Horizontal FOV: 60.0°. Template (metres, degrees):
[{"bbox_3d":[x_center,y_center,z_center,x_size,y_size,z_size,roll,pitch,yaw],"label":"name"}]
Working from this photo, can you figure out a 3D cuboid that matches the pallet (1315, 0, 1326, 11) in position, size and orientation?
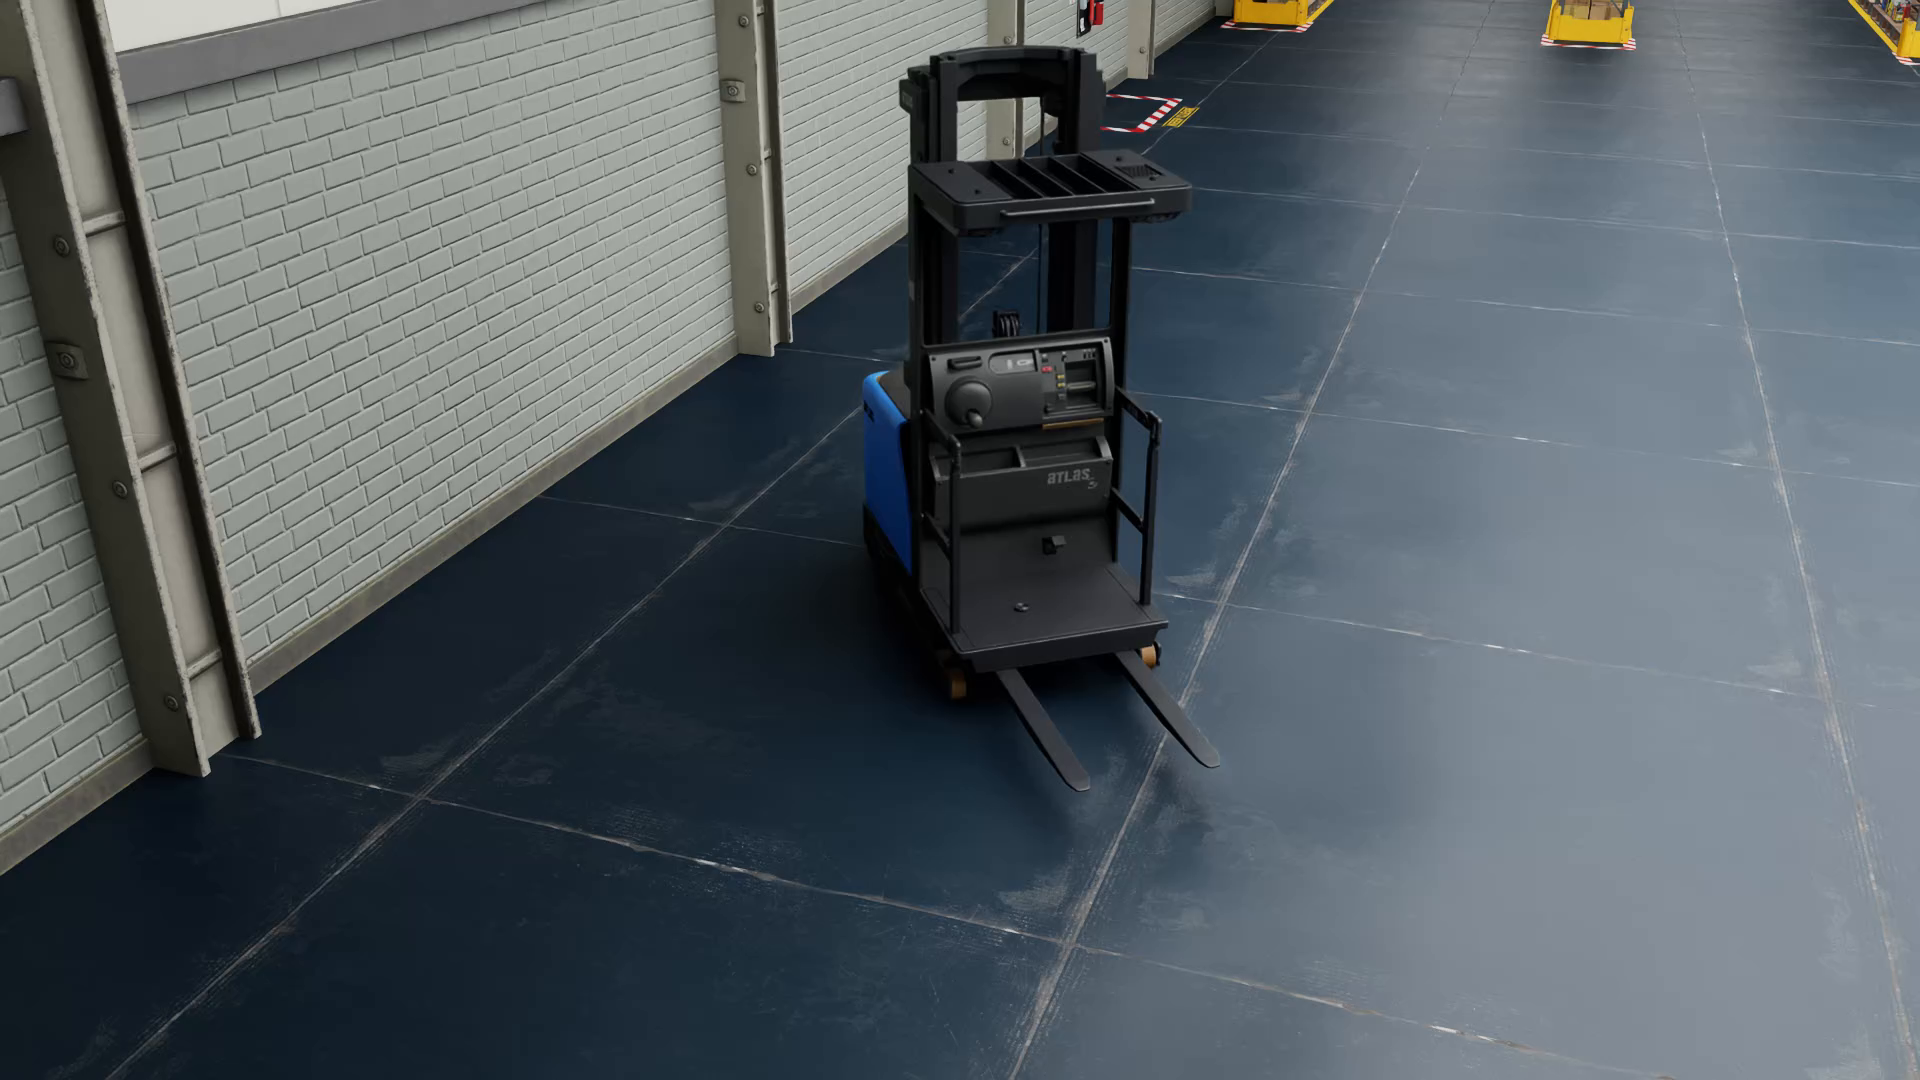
[{"bbox_3d":[5.798,-9.432,28.988,1.003,0.211,1.213,9,27,17],"label":"pallet"}]

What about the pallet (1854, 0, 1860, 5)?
[{"bbox_3d":[16.364,-9.611,29.358,1.003,0.211,1.213,9,27,17],"label":"pallet"}]

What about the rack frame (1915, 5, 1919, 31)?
[{"bbox_3d":[14.404,-8.391,23.638,1.000,3.000,0.127,9,27,17],"label":"rack frame"}]

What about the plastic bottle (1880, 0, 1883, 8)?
[{"bbox_3d":[15.148,-8.822,27.235,0.097,0.201,0.097,0,26,0],"label":"plastic bottle"}]

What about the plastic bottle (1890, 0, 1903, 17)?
[{"bbox_3d":[14.809,-8.440,26.275,0.144,0.351,0.185,10,28,20],"label":"plastic bottle"}]

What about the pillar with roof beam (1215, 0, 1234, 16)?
[{"bbox_3d":[8.539,-12.316,24.862,9.100,9.000,0.400,9,27,17],"label":"pillar with roof beam"}]

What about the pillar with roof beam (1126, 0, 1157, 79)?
[{"bbox_3d":[6.542,-9.851,19.769,9.100,9.000,0.400,9,27,17],"label":"pillar with roof beam"}]

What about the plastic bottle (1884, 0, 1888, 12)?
[{"bbox_3d":[15.012,-8.691,26.793,0.144,0.351,0.185,8,27,15],"label":"plastic bottle"}]

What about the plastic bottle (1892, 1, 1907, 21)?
[{"bbox_3d":[14.712,-8.281,26.032,0.152,0.276,0.135,9,27,18],"label":"plastic bottle"}]

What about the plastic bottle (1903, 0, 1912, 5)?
[{"bbox_3d":[15.019,-8.472,26.426,0.152,0.276,0.135,9,27,17],"label":"plastic bottle"}]

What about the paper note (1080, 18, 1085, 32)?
[{"bbox_3d":[1.500,-6.306,20.342,0.016,0.148,0.142,9,27,17],"label":"paper note"}]

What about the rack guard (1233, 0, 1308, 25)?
[{"bbox_3d":[5.087,-8.734,27.215,1.175,0.500,0.348,9,27,17],"label":"rack guard"}]

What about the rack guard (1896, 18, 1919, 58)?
[{"bbox_3d":[14.385,-7.304,24.261,1.175,0.500,0.348,9,27,17],"label":"rack guard"}]

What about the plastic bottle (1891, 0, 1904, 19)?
[{"bbox_3d":[14.758,-8.338,26.149,0.152,0.276,0.135,8,27,16],"label":"plastic bottle"}]

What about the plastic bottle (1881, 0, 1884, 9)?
[{"bbox_3d":[15.134,-8.803,27.109,0.152,0.276,0.135,10,27,19],"label":"plastic bottle"}]

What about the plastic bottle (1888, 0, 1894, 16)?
[{"bbox_3d":[14.871,-8.517,26.433,0.144,0.351,0.185,9,27,17],"label":"plastic bottle"}]

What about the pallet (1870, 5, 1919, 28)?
[{"bbox_3d":[15.472,-8.510,27.083,1.003,0.211,1.213,9,27,17],"label":"pallet"}]

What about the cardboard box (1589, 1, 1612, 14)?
[{"bbox_3d":[10.285,-8.456,26.447,0.500,0.250,0.500,9,27,17],"label":"cardboard box"}]

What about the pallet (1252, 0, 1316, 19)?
[{"bbox_3d":[5.391,-8.932,27.956,1.003,0.211,1.213,9,27,17],"label":"pallet"}]

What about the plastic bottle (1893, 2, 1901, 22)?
[{"bbox_3d":[14.624,-8.235,25.929,0.061,0.283,0.133,9,27,19],"label":"plastic bottle"}]

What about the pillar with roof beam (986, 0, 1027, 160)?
[{"bbox_3d":[4.545,-7.385,14.677,9.100,9.000,0.400,9,27,17],"label":"pillar with roof beam"}]

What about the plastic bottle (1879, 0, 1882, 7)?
[{"bbox_3d":[15.182,-8.864,27.322,0.097,0.201,0.097,0,26,0],"label":"plastic bottle"}]

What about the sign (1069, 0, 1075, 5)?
[{"bbox_3d":[1.343,-6.569,19.834,0.001,0.329,0.234,9,27,17],"label":"sign"}]

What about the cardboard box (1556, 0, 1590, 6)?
[{"bbox_3d":[9.632,-8.663,26.013,0.500,0.500,0.500,9,27,17],"label":"cardboard box"}]

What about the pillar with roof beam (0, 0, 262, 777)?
[{"bbox_3d":[0.552,-2.454,4.492,9.100,9.000,0.400,9,27,17],"label":"pillar with roof beam"}]

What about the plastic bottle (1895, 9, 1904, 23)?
[{"bbox_3d":[14.602,-8.148,25.842,0.097,0.201,0.097,0,26,0],"label":"plastic bottle"}]

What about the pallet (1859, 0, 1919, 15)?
[{"bbox_3d":[15.960,-9.108,28.319,1.003,0.211,1.213,9,27,17],"label":"pallet"}]

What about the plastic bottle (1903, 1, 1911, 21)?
[{"bbox_3d":[14.812,-8.269,25.999,0.061,0.283,0.133,9,27,17],"label":"plastic bottle"}]

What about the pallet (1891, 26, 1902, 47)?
[{"bbox_3d":[14.660,-7.507,25.012,1.003,0.211,1.213,9,27,17],"label":"pallet"}]

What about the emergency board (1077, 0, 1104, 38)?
[{"bbox_3d":[1.624,-6.765,20.280,0.194,1.169,0.643,9,27,17],"label":"emergency board"}]

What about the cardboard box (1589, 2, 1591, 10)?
[{"bbox_3d":[10.452,-8.662,26.871,0.500,0.250,0.500,9,27,17],"label":"cardboard box"}]

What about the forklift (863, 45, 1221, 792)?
[{"bbox_3d":[0.368,-0.728,7.890,1.130,2.935,3.031,-8,27,-15],"label":"forklift"}]

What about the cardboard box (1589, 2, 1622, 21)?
[{"bbox_3d":[10.123,-8.250,26.021,0.500,0.250,0.500,9,27,17],"label":"cardboard box"}]

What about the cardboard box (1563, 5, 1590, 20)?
[{"bbox_3d":[9.634,-8.325,26.176,0.500,0.250,0.500,9,27,17],"label":"cardboard box"}]

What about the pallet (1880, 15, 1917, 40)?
[{"bbox_3d":[15.068,-8.007,26.044,1.003,0.211,1.213,9,27,17],"label":"pallet"}]

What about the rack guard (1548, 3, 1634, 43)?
[{"bbox_3d":[9.726,-7.976,25.649,1.175,0.500,0.348,9,27,17],"label":"rack guard"}]

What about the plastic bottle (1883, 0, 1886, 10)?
[{"bbox_3d":[15.075,-8.769,26.954,0.144,0.351,0.185,10,27,19],"label":"plastic bottle"}]

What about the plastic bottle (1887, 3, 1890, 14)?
[{"bbox_3d":[14.896,-8.511,26.593,0.097,0.201,0.097,0,26,0],"label":"plastic bottle"}]

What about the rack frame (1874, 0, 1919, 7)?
[{"bbox_3d":[15.735,-10.035,27.033,1.000,3.000,0.127,9,27,17],"label":"rack frame"}]

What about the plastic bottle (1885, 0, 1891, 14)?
[{"bbox_3d":[14.918,-8.599,26.680,0.061,0.283,0.133,10,28,20],"label":"plastic bottle"}]

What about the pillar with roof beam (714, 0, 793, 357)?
[{"bbox_3d":[2.549,-4.919,9.584,9.100,9.000,0.400,9,27,17],"label":"pillar with roof beam"}]

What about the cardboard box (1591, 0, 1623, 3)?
[{"bbox_3d":[10.287,-8.794,26.283,0.500,0.500,0.500,9,27,17],"label":"cardboard box"}]

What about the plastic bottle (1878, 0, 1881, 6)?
[{"bbox_3d":[15.216,-8.937,27.393,0.097,0.271,0.097,0,26,0],"label":"plastic bottle"}]

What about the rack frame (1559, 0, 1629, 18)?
[{"bbox_3d":[9.734,-9.111,25.125,1.000,3.000,0.127,9,27,17],"label":"rack frame"}]

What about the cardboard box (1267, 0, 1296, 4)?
[{"bbox_3d":[5.377,-9.087,27.656,0.500,0.311,0.500,6,26,12],"label":"cardboard box"}]
